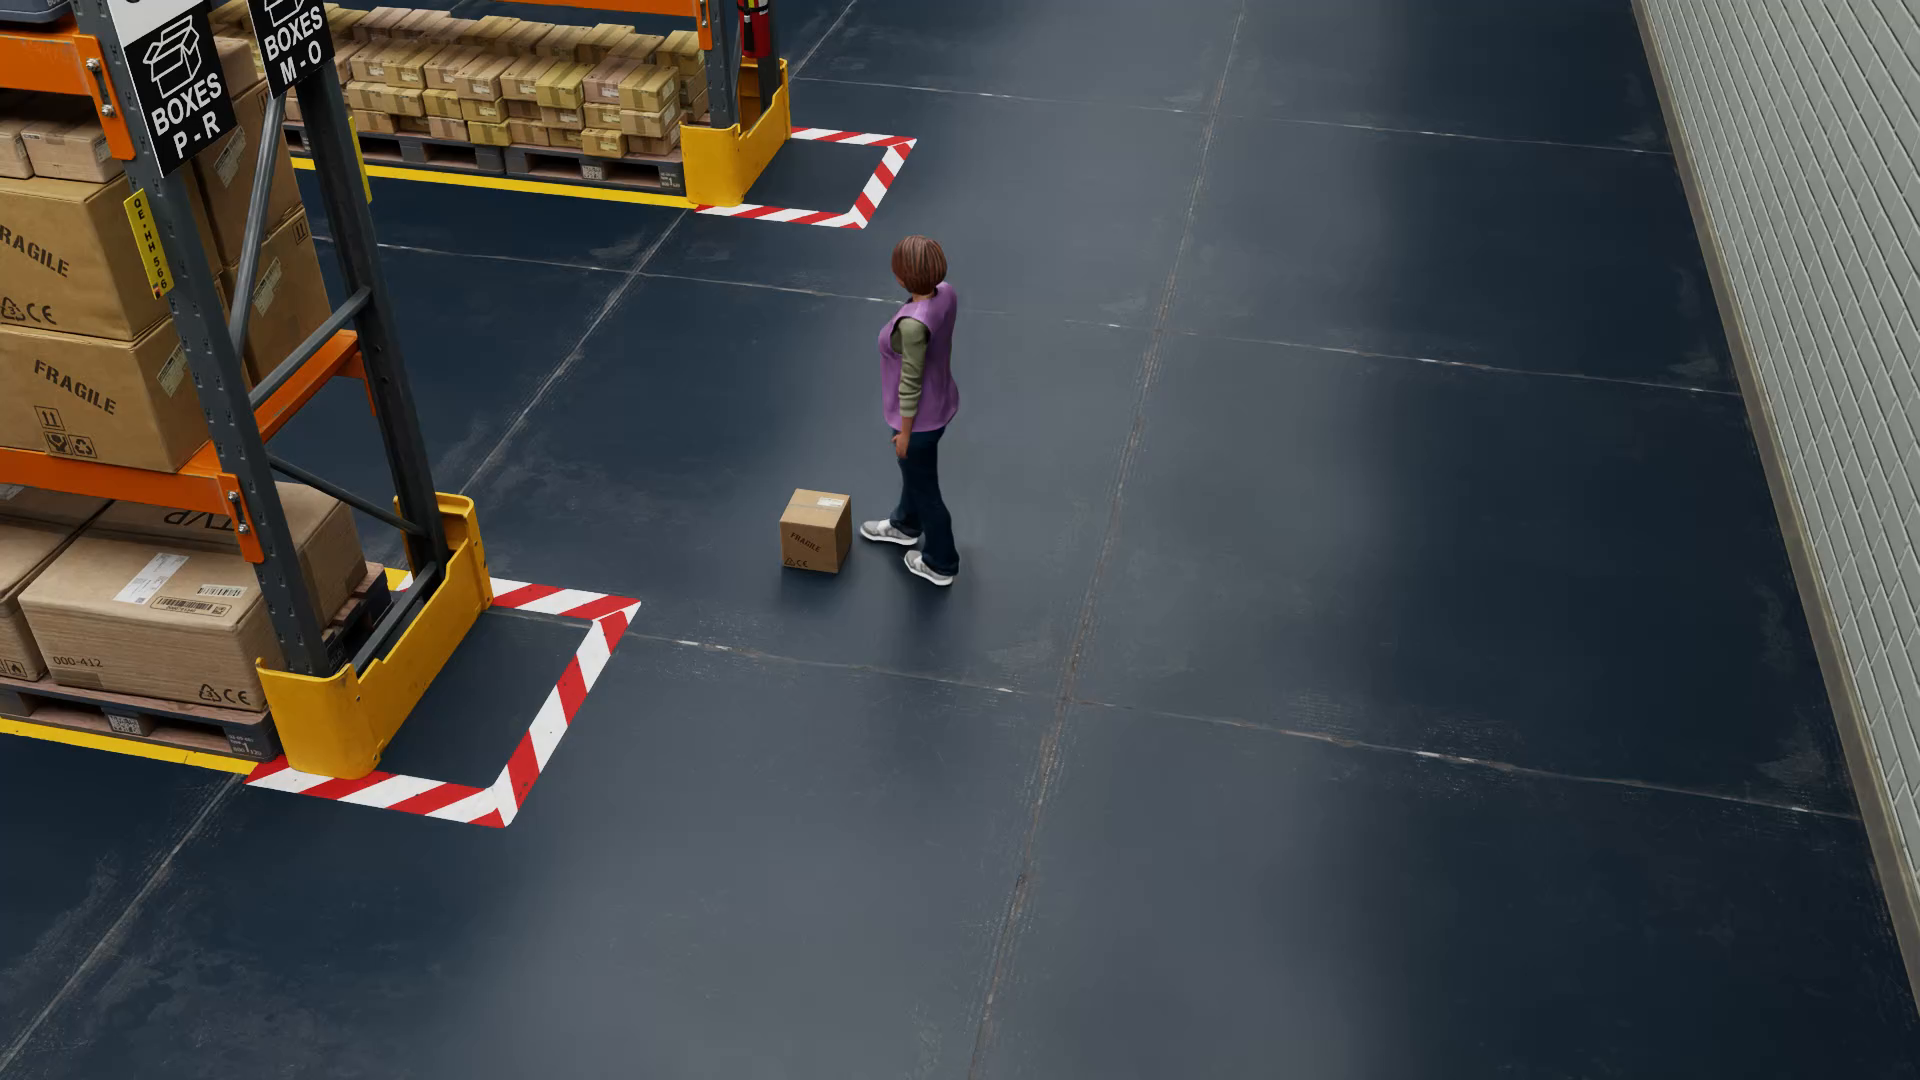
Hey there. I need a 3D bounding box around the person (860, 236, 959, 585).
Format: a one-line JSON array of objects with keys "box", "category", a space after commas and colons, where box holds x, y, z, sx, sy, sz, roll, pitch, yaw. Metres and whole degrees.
[{"box": [-0.235, -0.539, 6.862, 0.545, 1.592, 0.418, 13, 39, 16], "category": "person"}]
